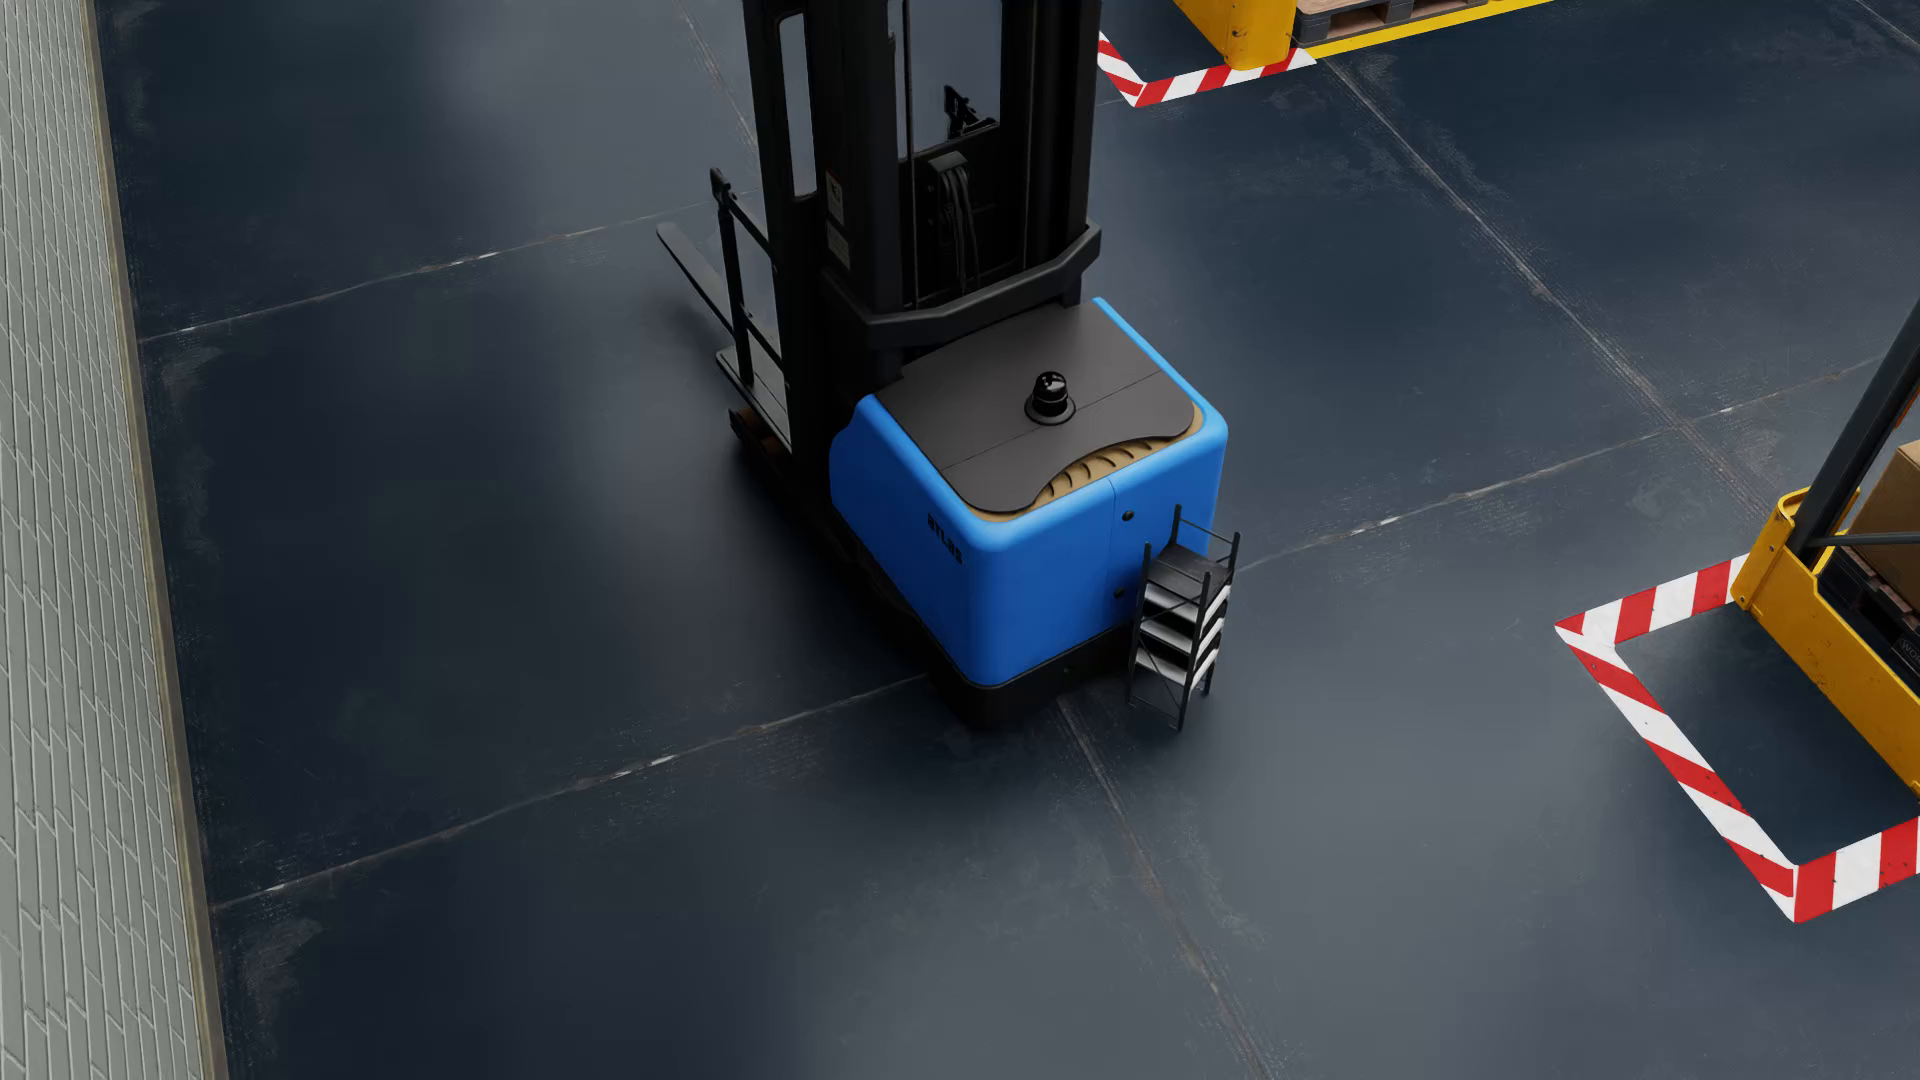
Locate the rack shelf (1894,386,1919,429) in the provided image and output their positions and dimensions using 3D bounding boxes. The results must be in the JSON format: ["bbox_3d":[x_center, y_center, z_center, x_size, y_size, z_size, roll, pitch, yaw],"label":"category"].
[{"bbox_3d":[5.112,-0.750,5.732,4.000,0.370,1.077,-17,52,-14],"label":"rack shelf"}]

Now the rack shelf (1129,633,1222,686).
[{"bbox_3d":[0.758,0.366,5.845,0.258,0.077,0.200,27,55,21],"label":"rack shelf"}]

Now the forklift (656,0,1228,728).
[{"bbox_3d":[-0.292,-1.392,5.854,1.130,2.935,3.031,-25,54,-20],"label":"forklift"}]

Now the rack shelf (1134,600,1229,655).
[{"bbox_3d":[0.758,0.249,5.708,0.258,0.077,0.200,27,55,21],"label":"rack shelf"}]

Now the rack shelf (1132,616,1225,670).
[{"bbox_3d":[0.758,0.308,5.776,0.258,0.077,0.200,27,55,21],"label":"rack shelf"}]

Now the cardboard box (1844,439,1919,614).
[{"bbox_3d":[3.671,-0.069,6.030,0.500,0.500,0.500,-17,52,-14],"label":"cardboard box"}]

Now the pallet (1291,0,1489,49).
[{"bbox_3d":[2.169,-3.192,9.193,1.213,0.211,1.003,-17,52,-14],"label":"pallet"}]

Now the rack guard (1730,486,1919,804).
[{"bbox_3d":[3.331,0.382,5.933,0.348,0.500,1.175,-17,52,-14],"label":"rack guard"}]

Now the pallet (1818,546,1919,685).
[{"bbox_3d":[4.069,0.246,6.240,1.213,0.211,1.003,-17,52,-14],"label":"pallet"}]

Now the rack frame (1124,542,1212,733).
[{"bbox_3d":[0.702,0.350,5.696,0.240,0.900,0.006,27,55,21],"label":"rack frame"}]

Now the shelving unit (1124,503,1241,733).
[{"bbox_3d":[0.758,0.286,5.751,0.258,0.900,0.210,27,55,21],"label":"shelving unit"}]

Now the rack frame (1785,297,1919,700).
[{"bbox_3d":[3.261,-0.411,4.966,0.127,3.000,1.000,-17,52,-14],"label":"rack frame"}]

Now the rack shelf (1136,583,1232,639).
[{"bbox_3d":[0.759,0.191,5.640,0.258,0.077,0.200,27,55,21],"label":"rack shelf"}]

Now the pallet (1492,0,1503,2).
[{"bbox_3d":[3.297,-3.539,9.491,1.213,0.211,1.003,-17,52,-14],"label":"pallet"}]

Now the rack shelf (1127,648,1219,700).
[{"bbox_3d":[0.757,0.425,5.913,0.258,0.077,0.200,27,55,21],"label":"rack shelf"}]

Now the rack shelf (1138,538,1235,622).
[{"bbox_3d":[0.759,0.132,5.571,0.258,0.077,0.200,27,55,21],"label":"rack shelf"}]

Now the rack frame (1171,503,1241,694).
[{"bbox_3d":[0.814,0.222,5.806,0.240,0.900,0.006,27,55,21],"label":"rack frame"}]

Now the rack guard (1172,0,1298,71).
[{"bbox_3d":[1.374,-3.061,8.890,0.348,0.500,1.175,-17,52,-14],"label":"rack guard"}]
